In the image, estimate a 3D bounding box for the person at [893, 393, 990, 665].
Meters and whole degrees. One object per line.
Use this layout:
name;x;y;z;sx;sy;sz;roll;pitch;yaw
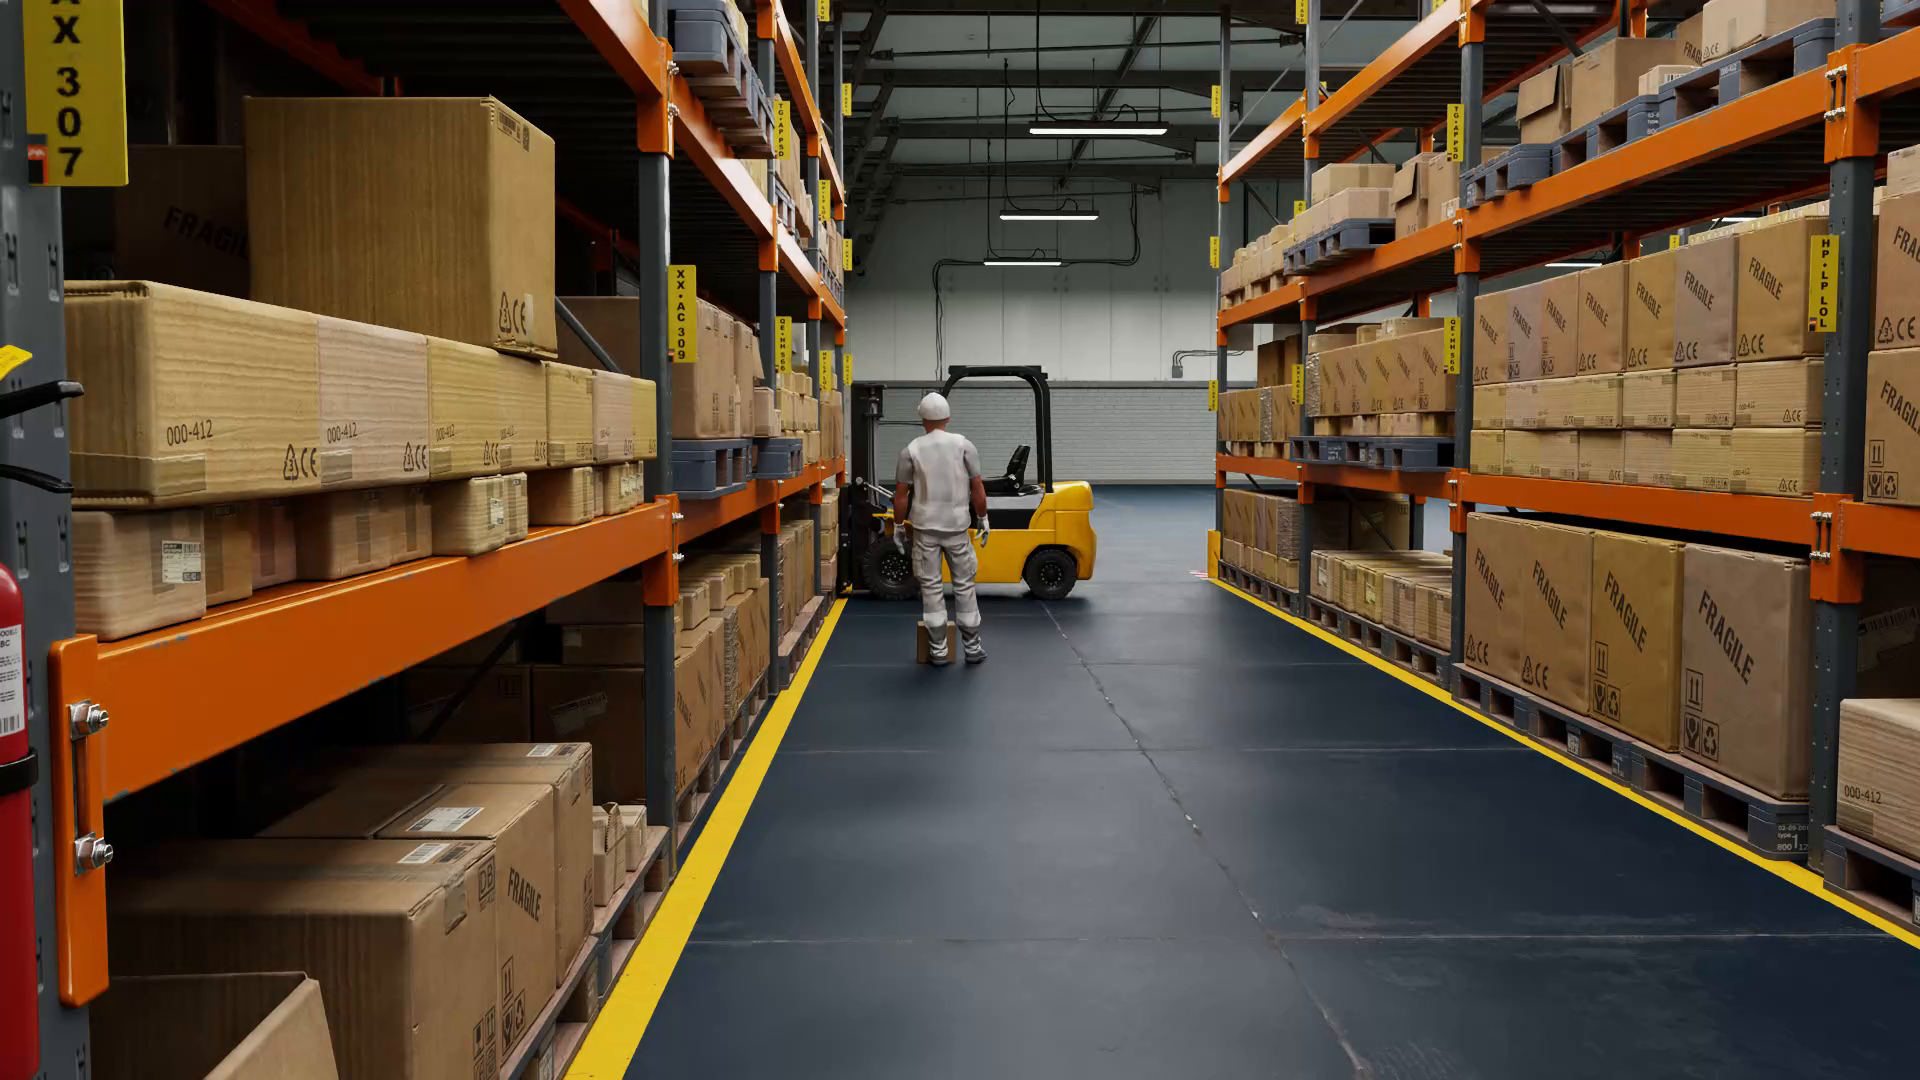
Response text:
person;-0.121;-0.076;11.006;0.637;1.788;0.564;0;4;-1
